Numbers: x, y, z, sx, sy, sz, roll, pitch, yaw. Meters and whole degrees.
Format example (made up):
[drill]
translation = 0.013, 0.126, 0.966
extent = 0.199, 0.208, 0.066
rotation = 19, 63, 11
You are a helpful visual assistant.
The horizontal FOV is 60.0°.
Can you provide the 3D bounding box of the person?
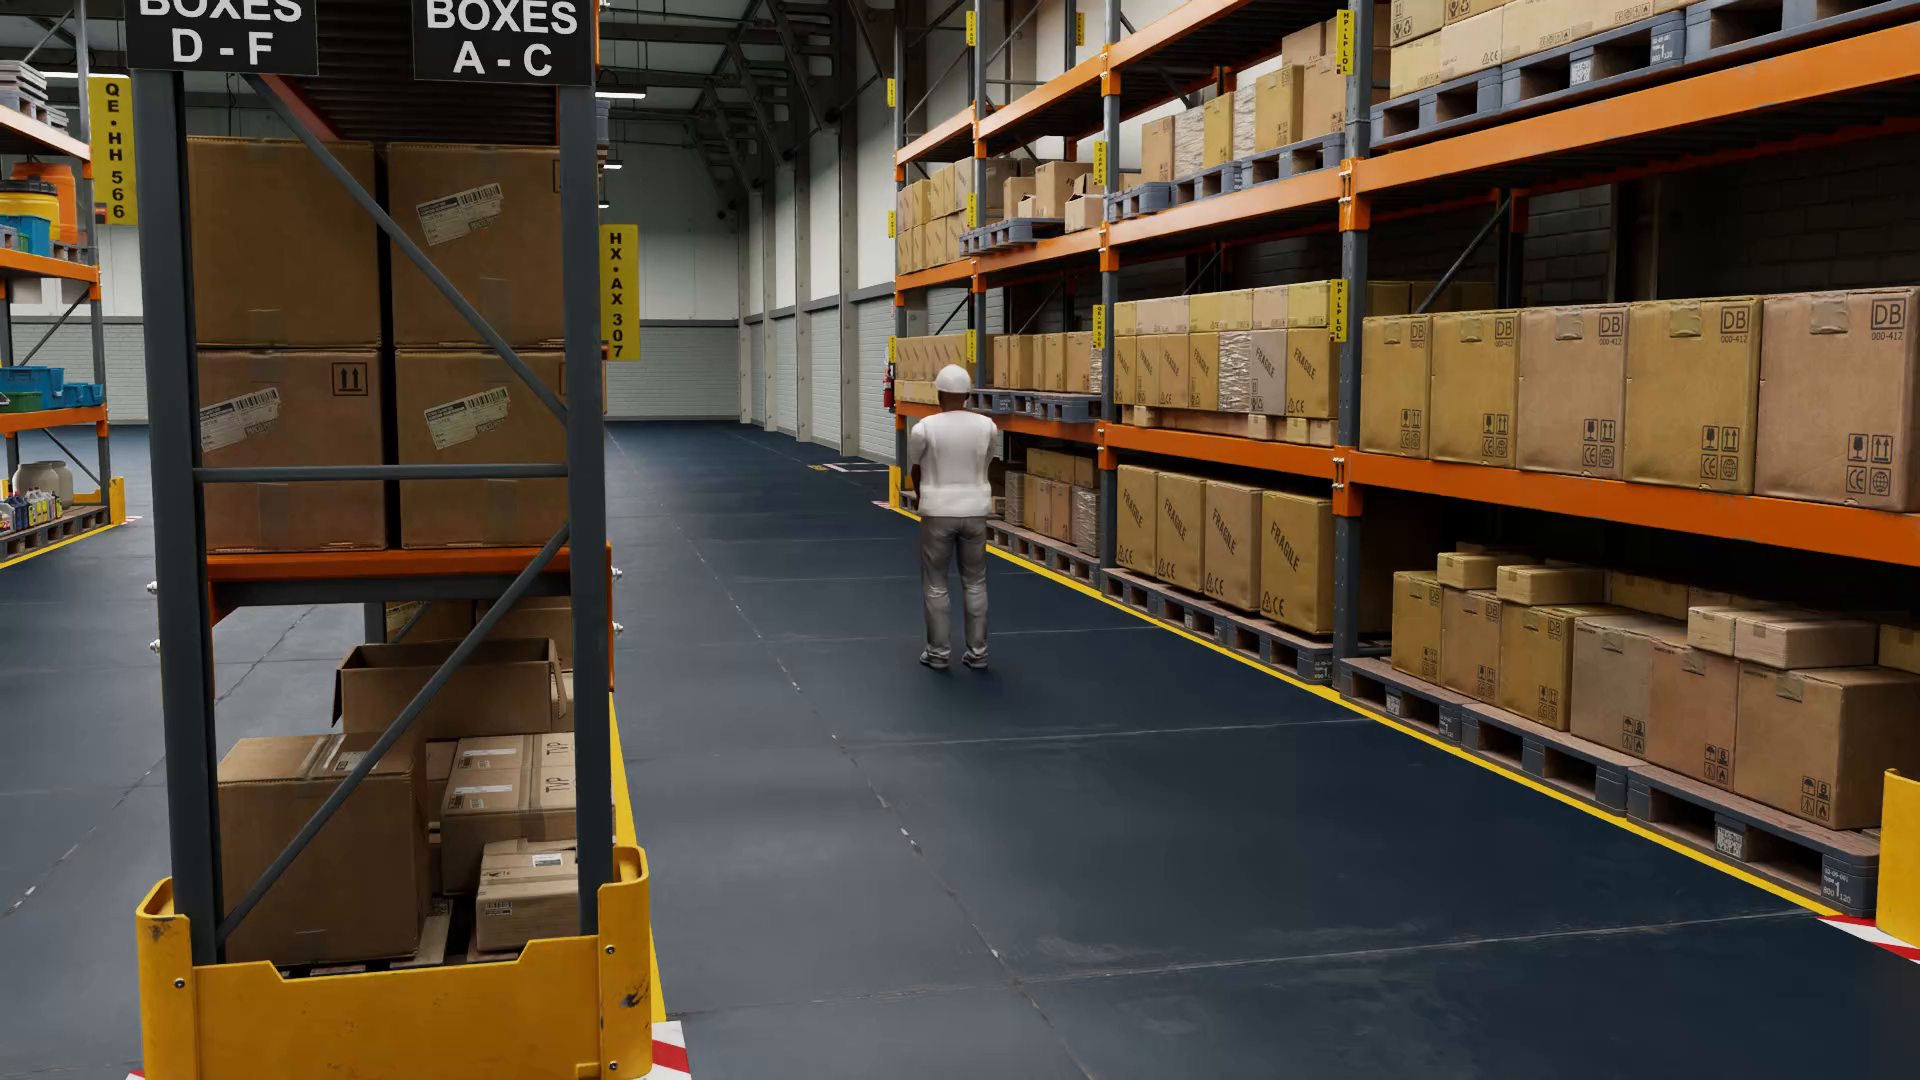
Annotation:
[person]
translation = -0.064, -0.141, 9.698
extent = 0.502, 1.761, 0.577
rotation = -1, 6, -13
